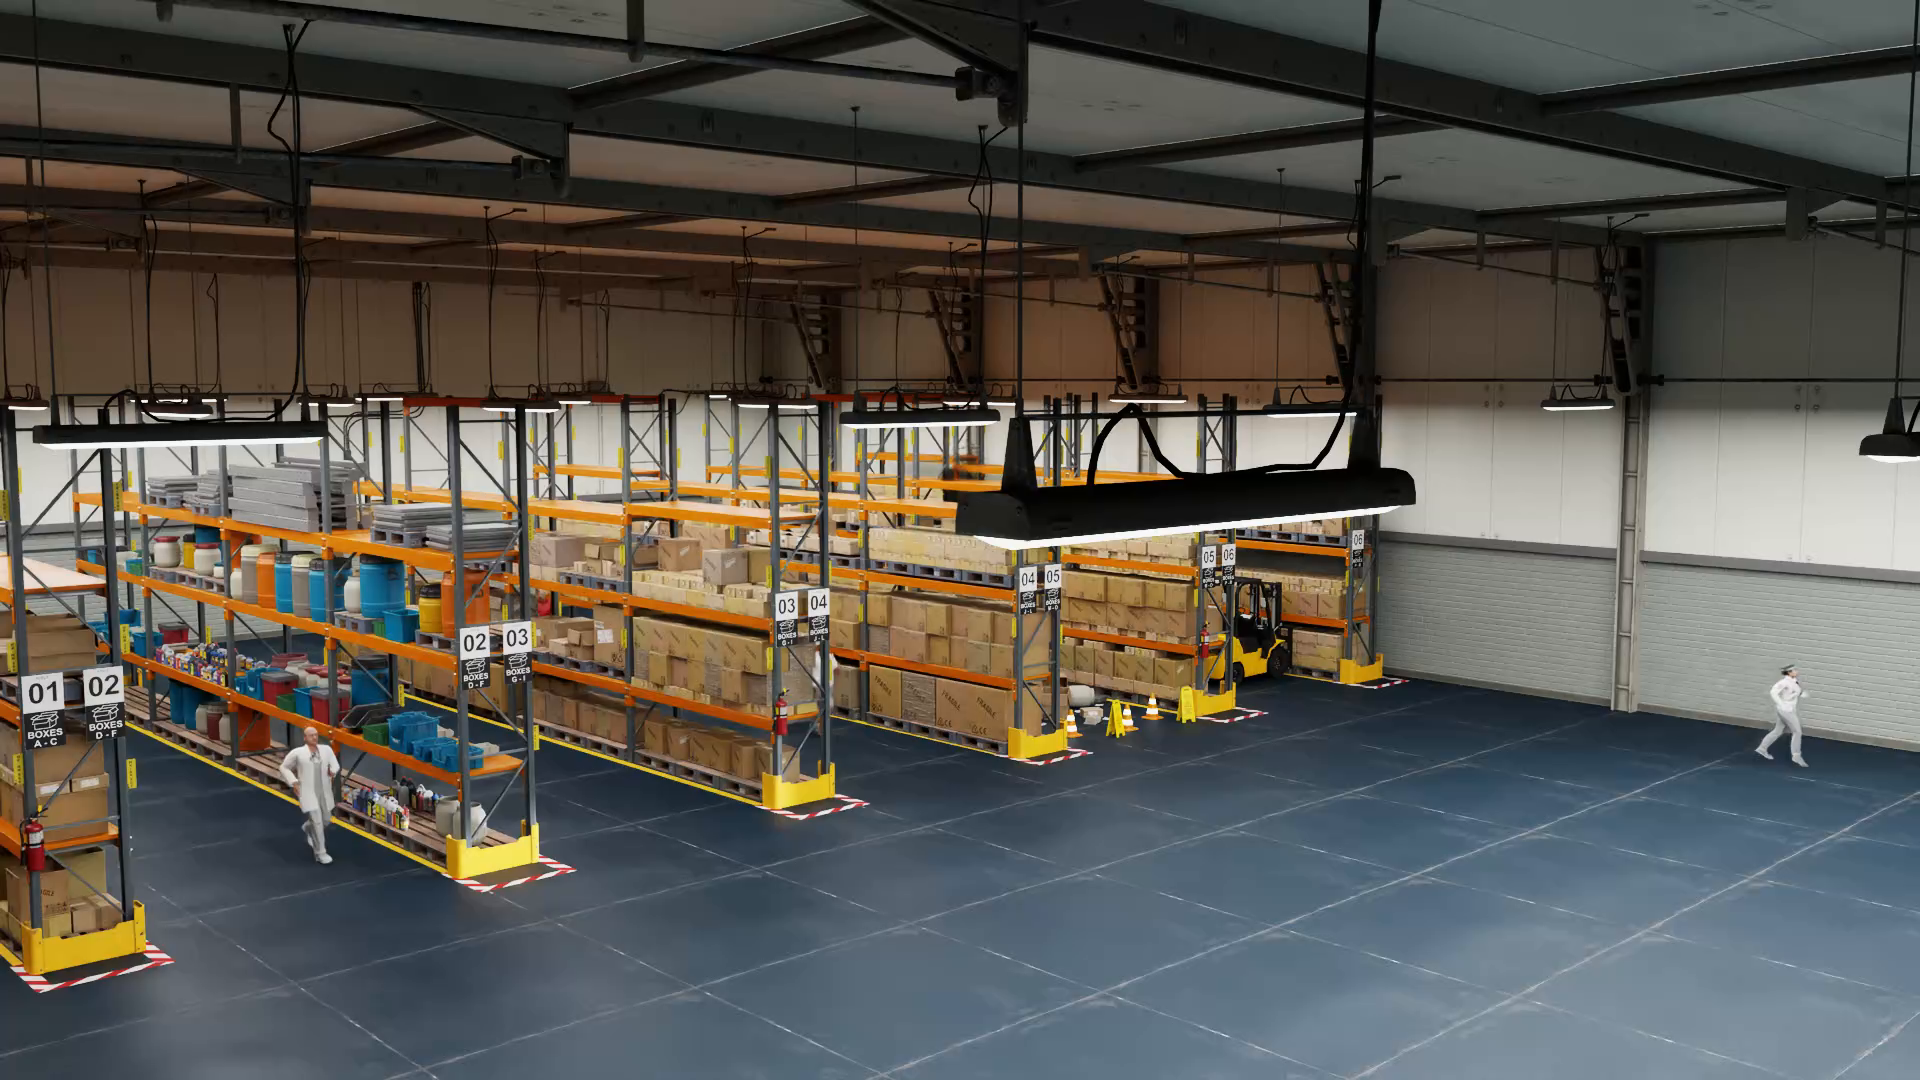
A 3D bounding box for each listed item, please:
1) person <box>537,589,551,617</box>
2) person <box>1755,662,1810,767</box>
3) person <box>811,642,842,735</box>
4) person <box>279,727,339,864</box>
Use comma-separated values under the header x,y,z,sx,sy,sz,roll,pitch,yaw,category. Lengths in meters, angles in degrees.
x,y,z,sx,sy,sz,roll,pitch,yaw,category
-9.158,1.938,36.643,0.645,1.751,0.893,-3,6,-32,person
13.590,2.848,27.395,0.789,1.748,0.586,3,6,25,person
-2.411,2.609,29.494,0.728,1.798,0.671,4,7,37,person
-8.526,3.333,21.921,0.979,1.752,0.719,5,8,44,person
